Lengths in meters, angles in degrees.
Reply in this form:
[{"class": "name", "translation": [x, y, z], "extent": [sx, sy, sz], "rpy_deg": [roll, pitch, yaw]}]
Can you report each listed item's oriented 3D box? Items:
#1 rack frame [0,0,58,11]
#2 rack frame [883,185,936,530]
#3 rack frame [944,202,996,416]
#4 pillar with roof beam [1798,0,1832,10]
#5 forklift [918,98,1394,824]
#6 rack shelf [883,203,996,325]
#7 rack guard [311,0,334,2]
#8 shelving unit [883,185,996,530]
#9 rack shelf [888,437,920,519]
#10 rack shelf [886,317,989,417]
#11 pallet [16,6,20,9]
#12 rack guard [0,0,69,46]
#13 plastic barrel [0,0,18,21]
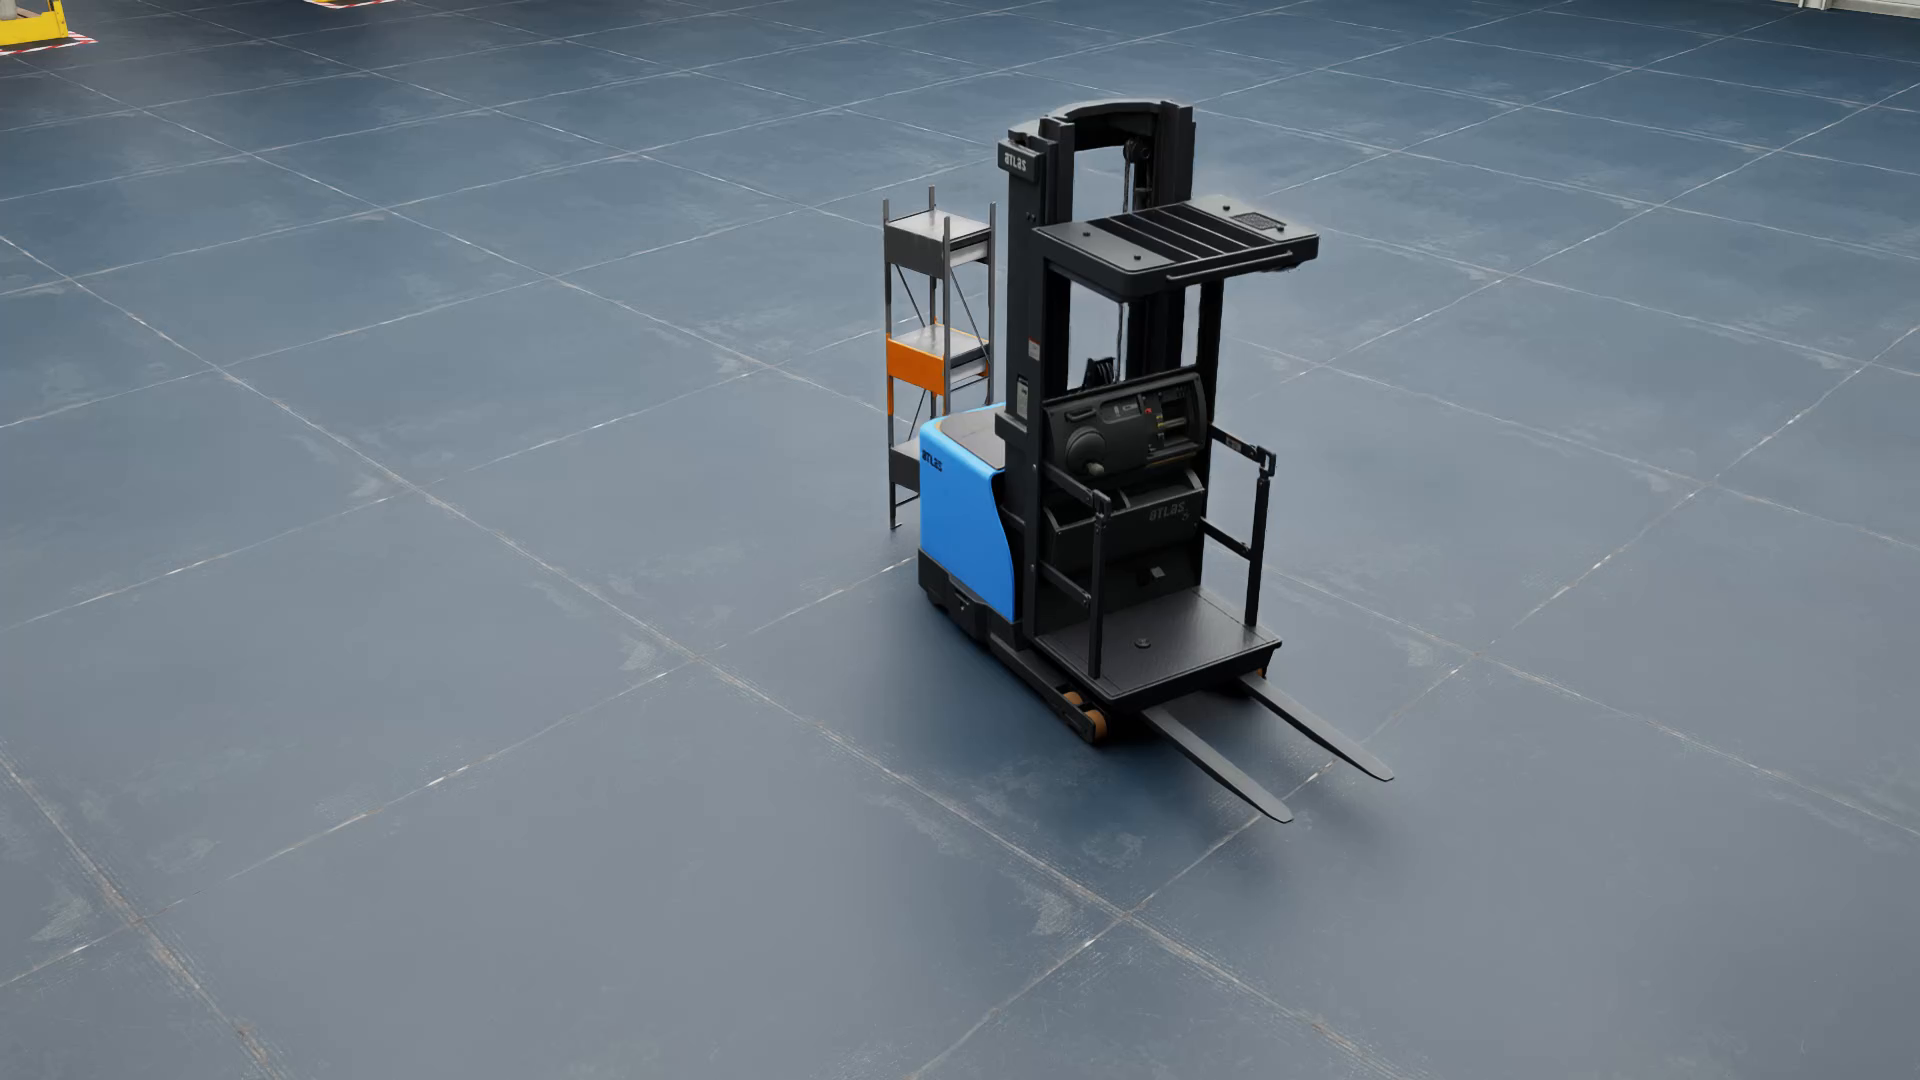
[{"class": "rack frame", "translation": [-13.379, -8.503, 23.199], "extent": [0.127, 3.000, 1.000], "rpy_deg": [25, 36, 38]}, {"class": "rack frame", "translation": [-0.292, -1.063, 10.015], "extent": [0.015, 2.100, 0.400], "rpy_deg": [25, 36, 38]}, {"class": "rack frame", "translation": [0.056, -0.904, 9.713], "extent": [0.015, 2.100, 0.400], "rpy_deg": [25, 36, 38]}, {"class": "pillar with roof beam", "translation": [10.471, -10.964, 21.432], "extent": [0.400, 9.000, 9.100], "rpy_deg": [25, 36, 38]}, {"class": "forklift", "translation": [0.947, -0.528, 8.104], "extent": [1.130, 2.935, 3.031], "rpy_deg": [-16, 32, -27]}, {"class": "rack shelf", "translation": [-0.118, -1.591, 9.545], "extent": [0.480, 0.518, 0.431], "rpy_deg": [25, 36, 38]}, {"class": "rack guard", "translation": [-9.961, -9.066, 26.954], "extent": [0.348, 0.500, 1.175], "rpy_deg": [25, 36, 38]}, {"class": "shelving unit", "translation": [-0.118, -0.983, 9.864], "extent": [0.503, 2.100, 0.431], "rpy_deg": [25, 36, 38]}, {"class": "rack shelf", "translation": [-0.118, -0.352, 10.196], "extent": [0.480, 0.518, 0.431], "rpy_deg": [25, 36, 38]}, {"class": "rack shelf", "translation": [-0.118, -0.971, 9.870], "extent": [0.480, 0.518, 0.431], "rpy_deg": [25, 36, 38]}, {"class": "pallet", "translation": [-14.908, -7.943, 25.130], "extent": [1.213, 0.211, 1.003], "rpy_deg": [25, 36, 38]}, {"class": "rack guard", "translation": [-13.467, -7.406, 23.798], "extent": [0.348, 0.500, 1.175], "rpy_deg": [25, 36, 38]}, {"class": "plastic barrel", "translation": [-13.902, -7.778, 24.040], "extent": [0.421, 0.512, 0.421], "rpy_deg": [0, 28, 0]}]
